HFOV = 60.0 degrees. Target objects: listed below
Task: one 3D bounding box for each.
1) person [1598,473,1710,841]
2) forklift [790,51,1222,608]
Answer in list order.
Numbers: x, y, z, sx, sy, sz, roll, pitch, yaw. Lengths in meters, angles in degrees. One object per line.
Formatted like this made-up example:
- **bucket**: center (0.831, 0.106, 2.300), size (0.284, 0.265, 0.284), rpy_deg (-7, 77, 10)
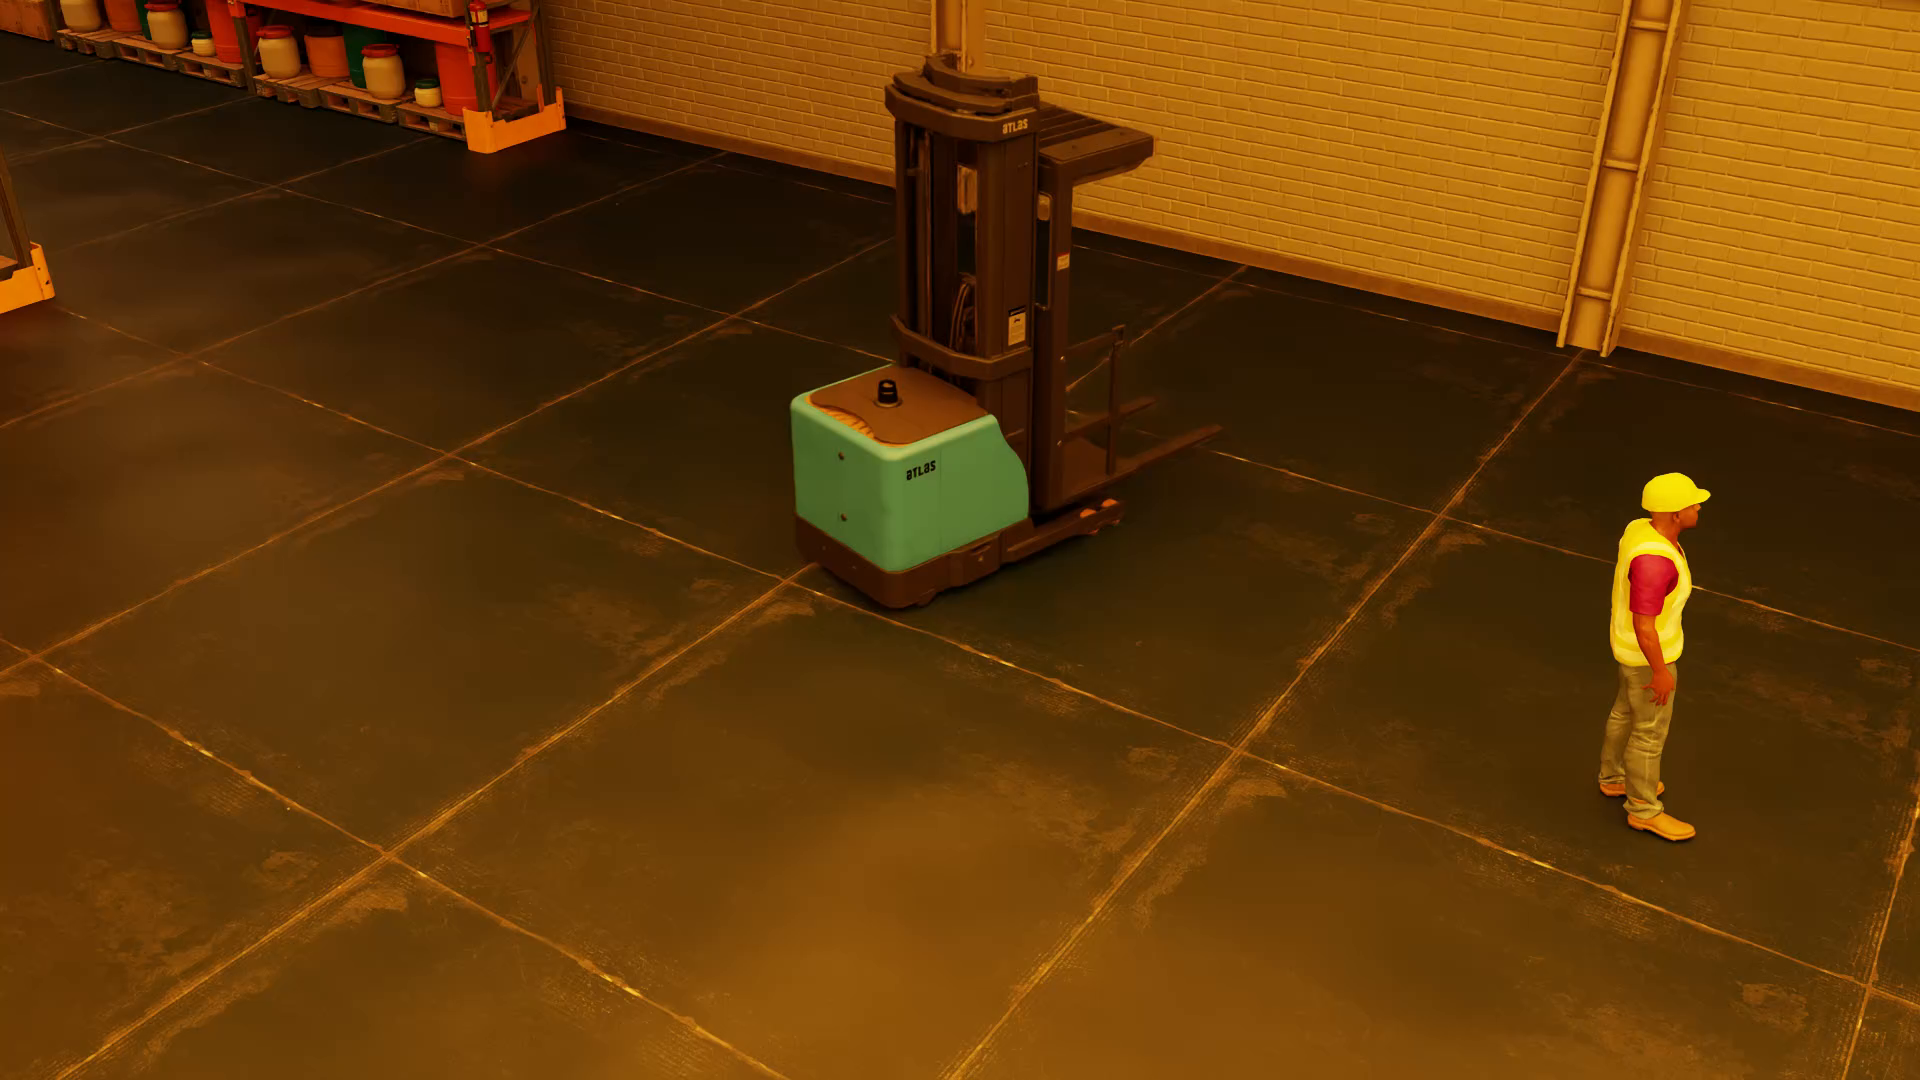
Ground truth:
- **person**: center (3.323, 0.509, 7.851), size (0.578, 1.765, 0.666), rpy_deg (8, 31, 13)
- **forklift**: center (0.428, -1.478, 10.127), size (3.031, 2.935, 1.130), rpy_deg (-23, 37, -34)
